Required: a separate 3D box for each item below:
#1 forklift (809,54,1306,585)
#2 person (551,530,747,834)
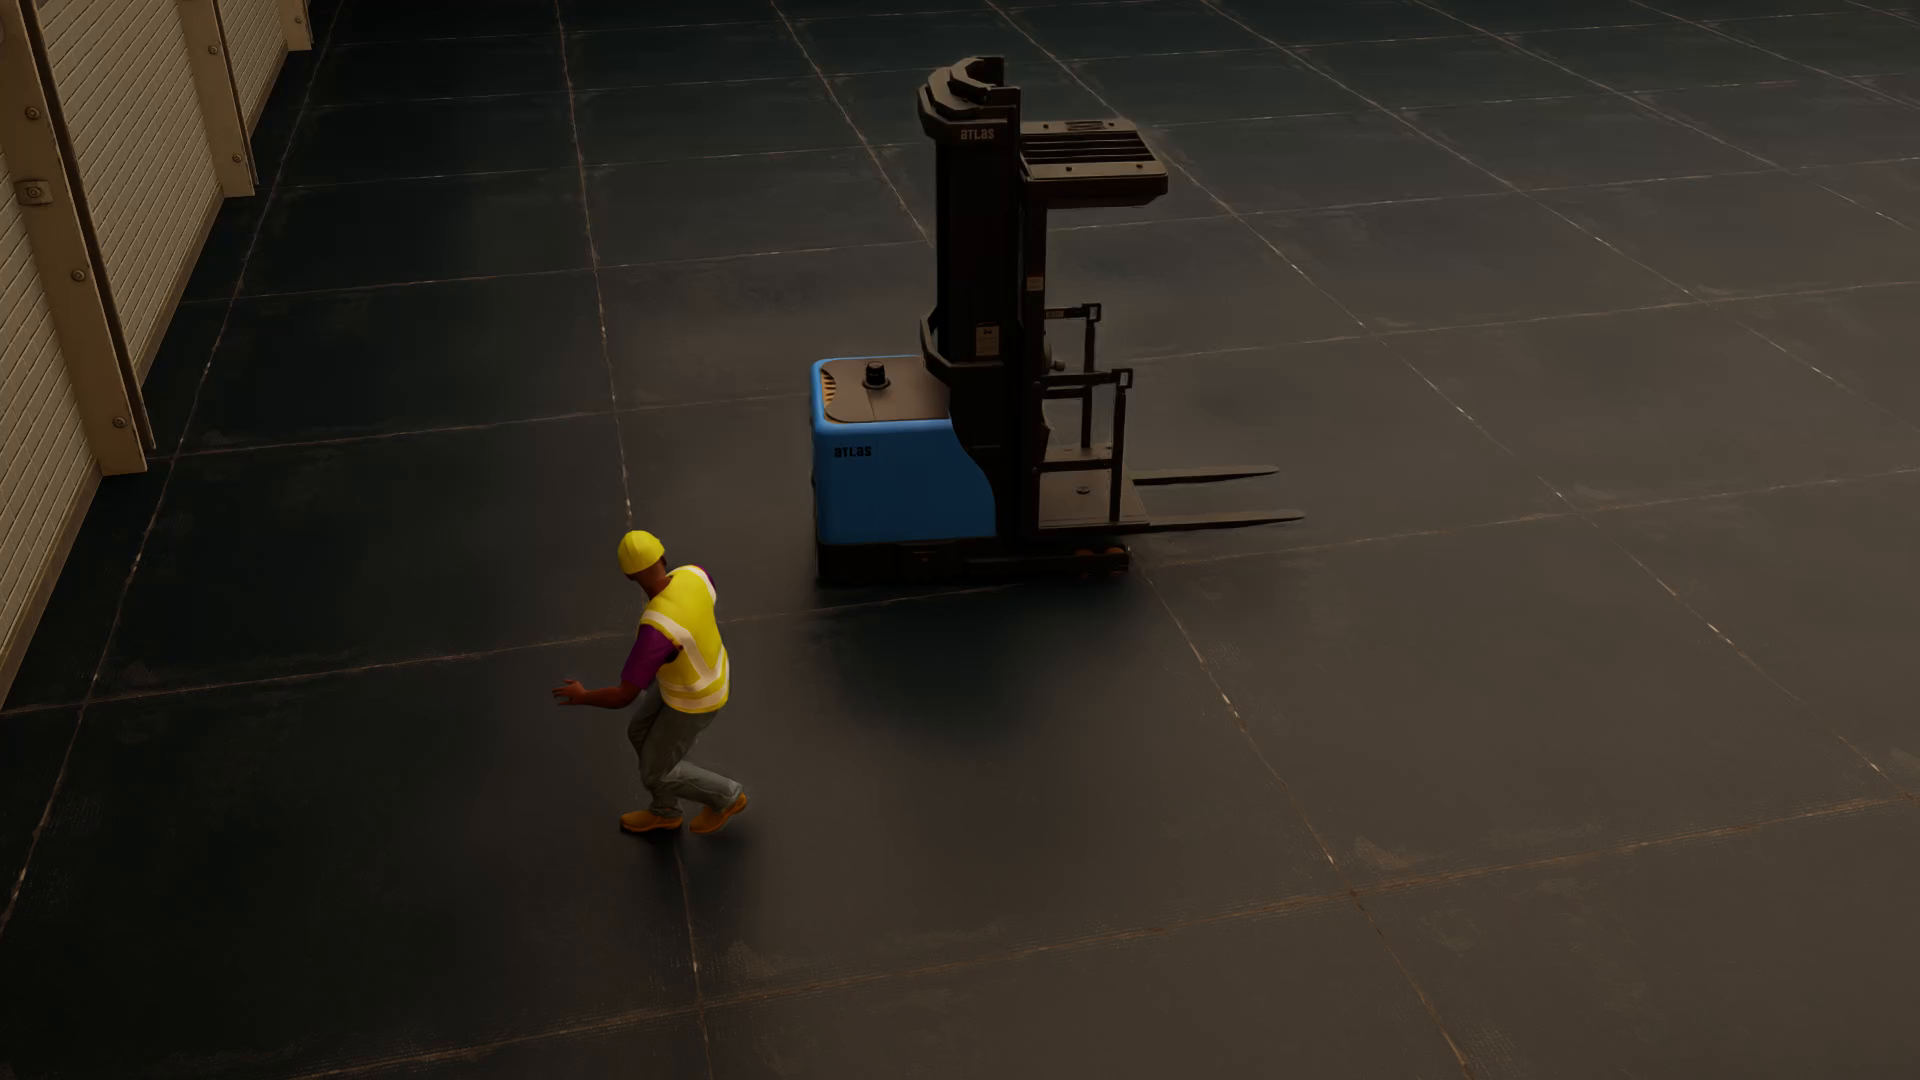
[{"bbox_3d":[0.607,-1.305,9.828,3.031,2.935,1.130,-3,30,-5],"label":"forklift"},{"bbox_3d":[-1.442,0.653,7.731,0.817,1.638,0.910,-2,30,-3],"label":"person"}]
